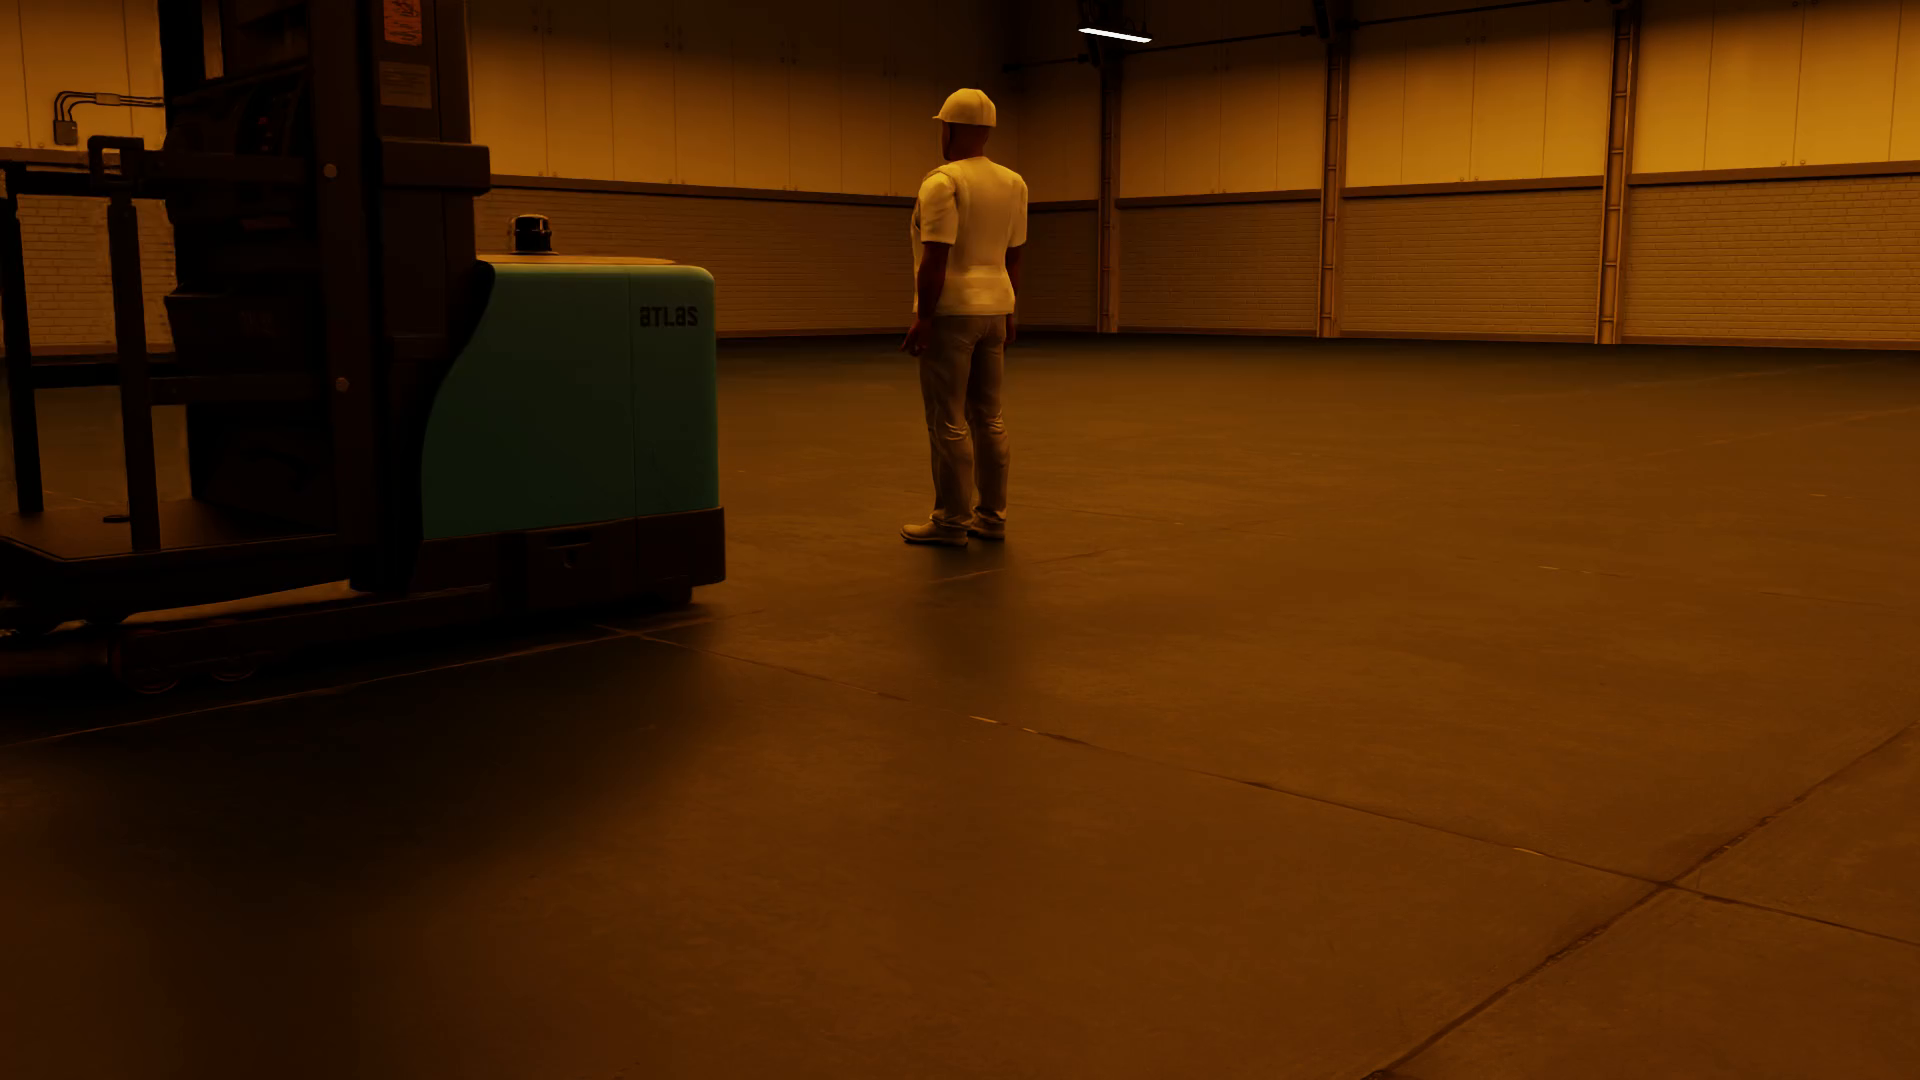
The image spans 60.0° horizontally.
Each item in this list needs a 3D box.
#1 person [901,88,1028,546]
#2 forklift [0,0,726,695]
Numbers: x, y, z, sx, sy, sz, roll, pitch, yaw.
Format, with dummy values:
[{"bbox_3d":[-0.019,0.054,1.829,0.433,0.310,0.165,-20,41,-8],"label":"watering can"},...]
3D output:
[{"bbox_3d":[-0.001,-0.872,6.583,0.394,1.770,0.556,8,12,43],"label":"person"},{"bbox_3d":[-2.173,-1.149,4.506,3.031,2.935,1.130,-8,12,-43],"label":"forklift"}]
